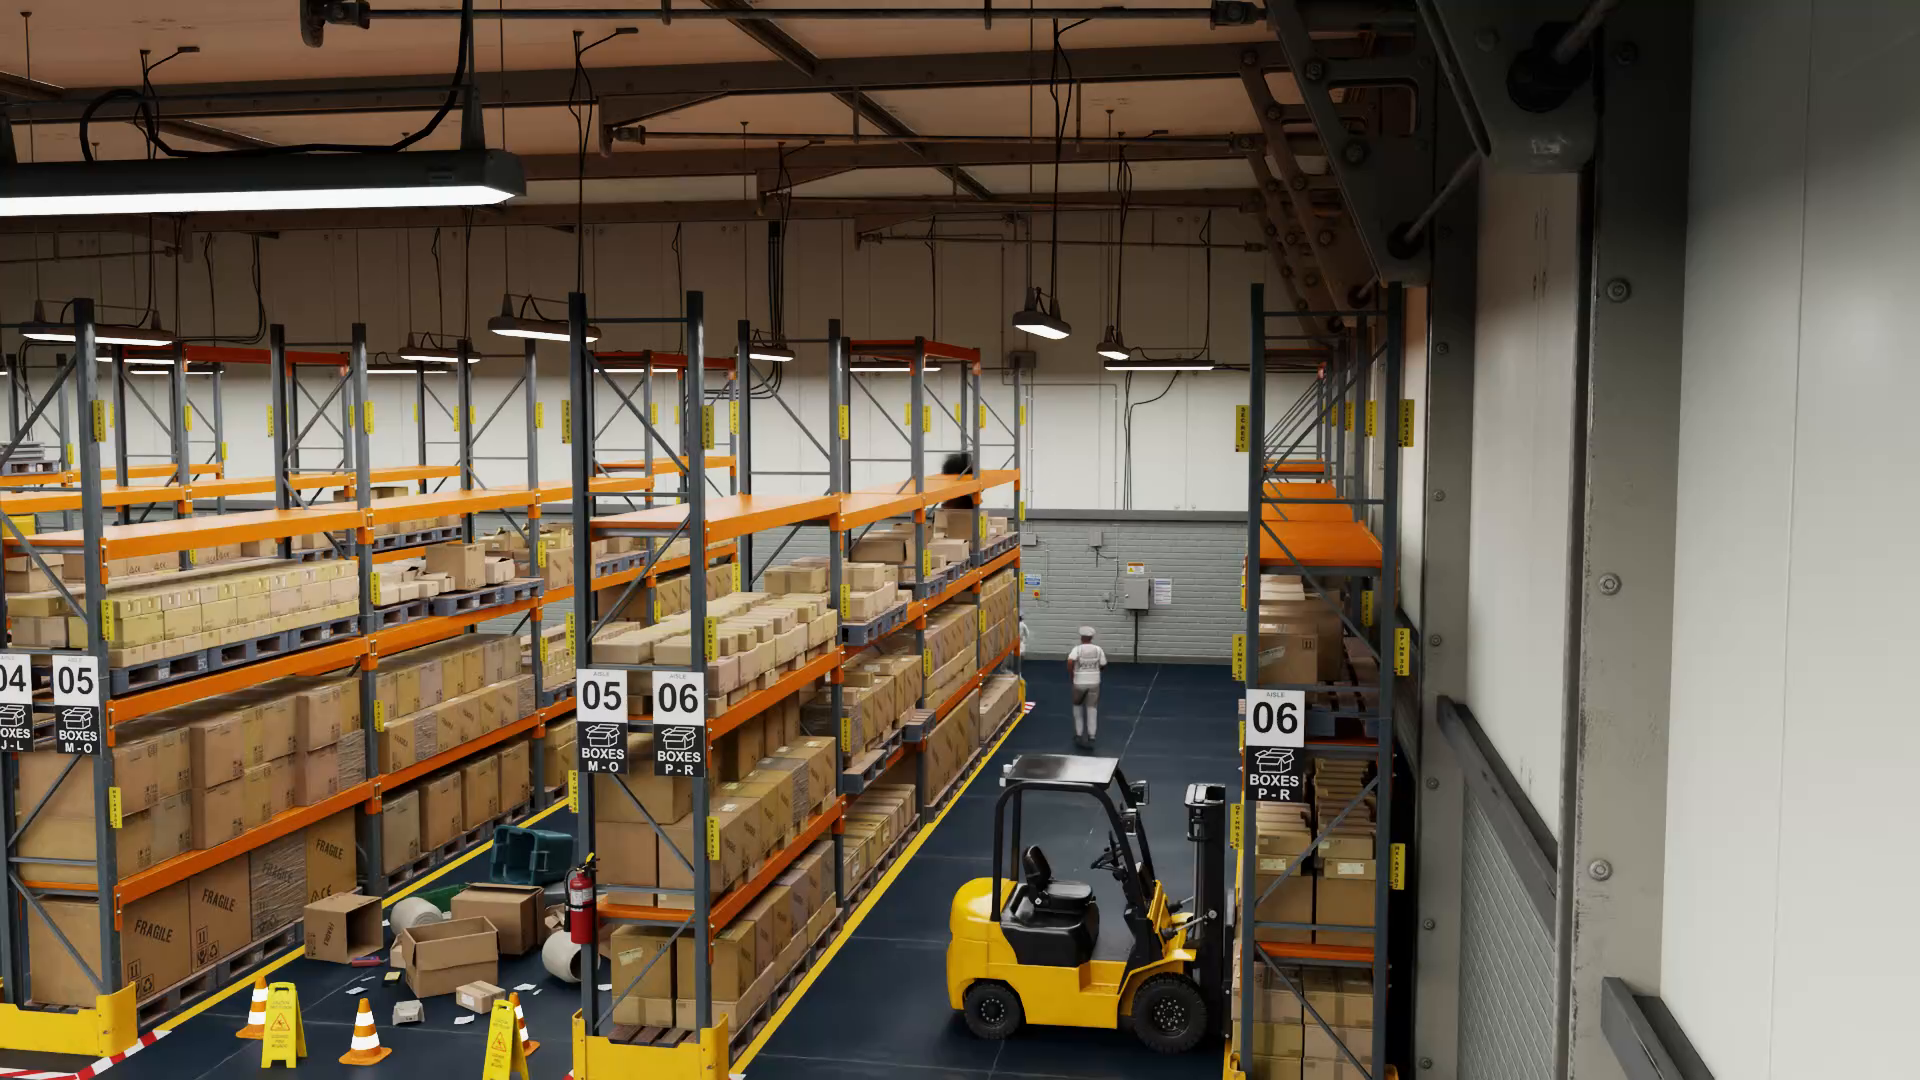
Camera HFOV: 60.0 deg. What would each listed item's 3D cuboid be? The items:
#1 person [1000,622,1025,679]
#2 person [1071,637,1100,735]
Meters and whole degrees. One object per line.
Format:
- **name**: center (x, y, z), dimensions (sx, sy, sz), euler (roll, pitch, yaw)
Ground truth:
- **person**: center (-18.849, 0.327, 22.391), dimensions (38.541, 5.920, 18.094), euler (-4, 6, -44)
- **person**: center (1.908, 2.201, 25.466), dimensions (0.445, 1.528, 0.430), euler (0, 5, -2)
